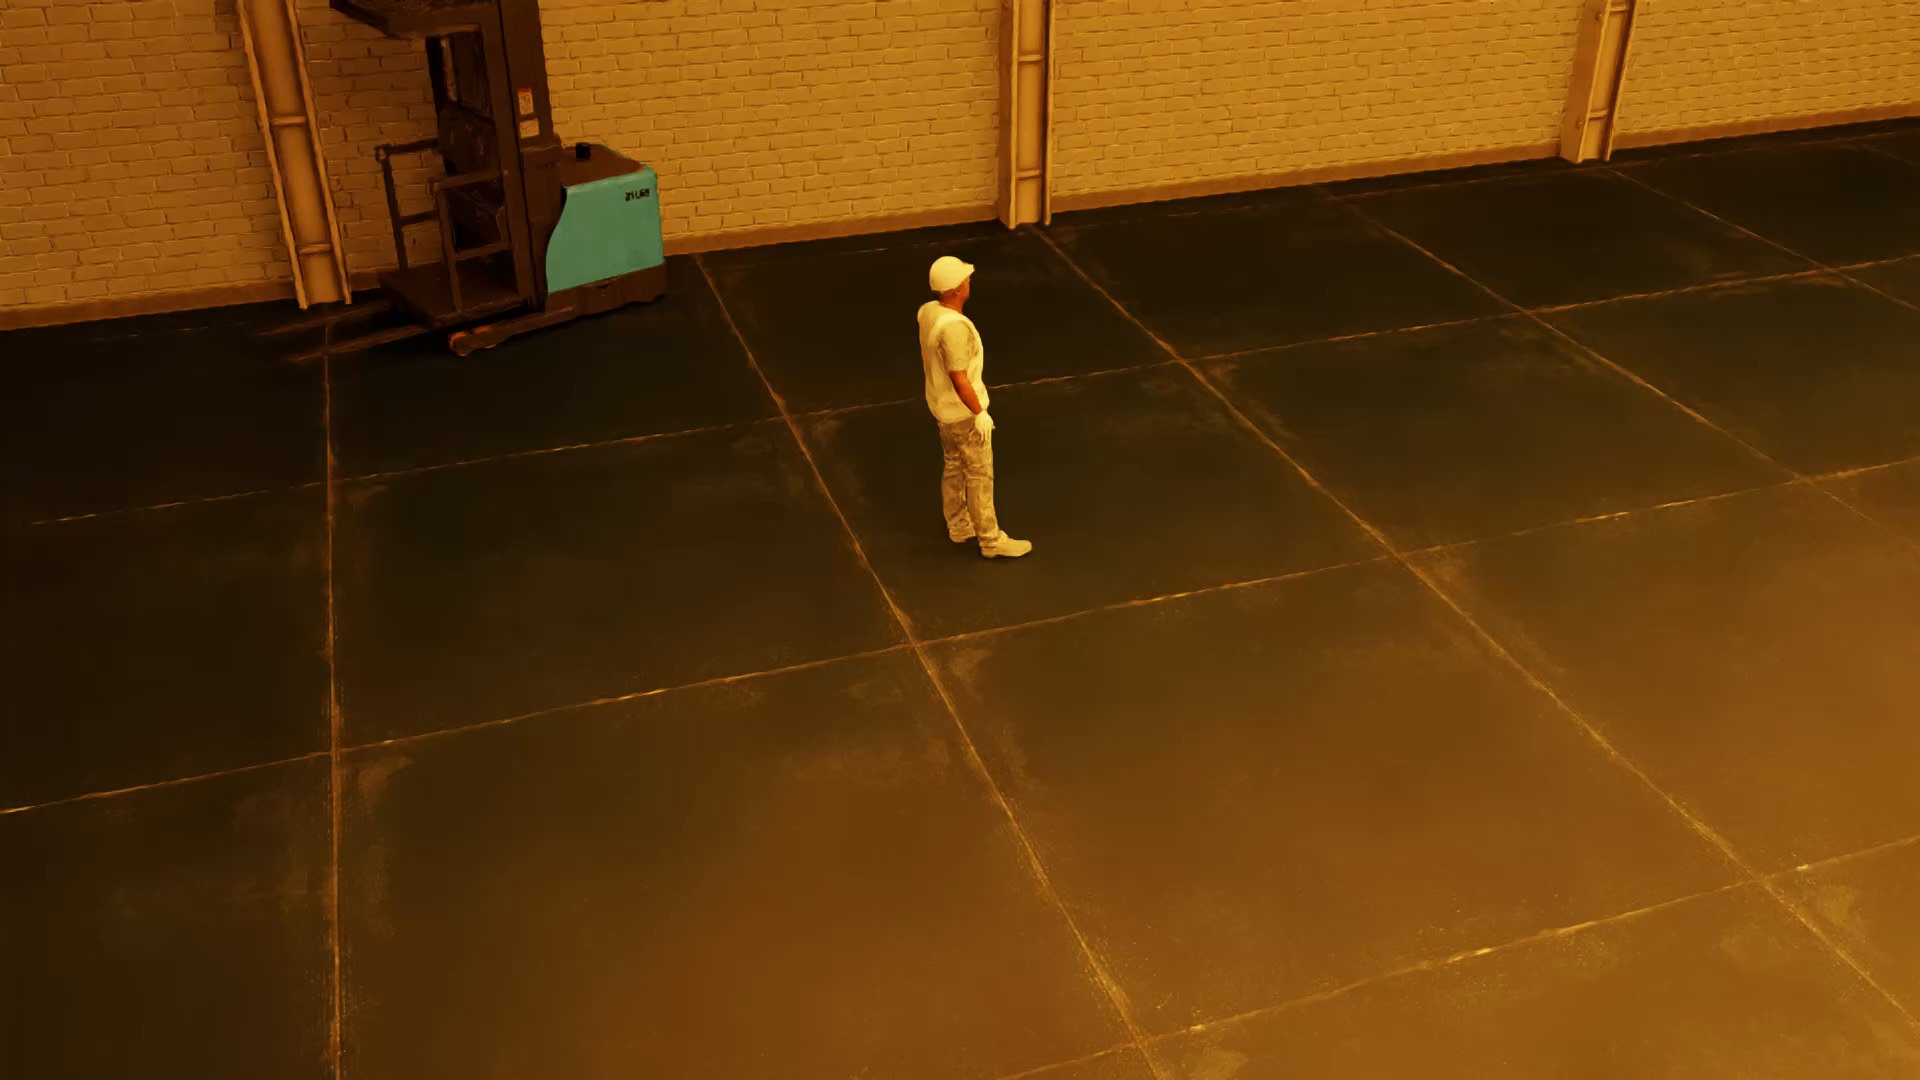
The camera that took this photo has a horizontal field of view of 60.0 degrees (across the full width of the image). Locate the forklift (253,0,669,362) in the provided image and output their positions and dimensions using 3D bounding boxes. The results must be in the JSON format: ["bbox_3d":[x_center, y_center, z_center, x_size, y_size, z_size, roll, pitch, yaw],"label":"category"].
[{"bbox_3d":[-3.808,-2.943,12.202,3.031,2.935,1.130,-22,36,-33],"label":"forklift"}]

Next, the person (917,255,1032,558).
[{"bbox_3d":[0.071,-0.786,9.591,0.576,1.782,0.655,-10,31,-16],"label":"person"}]
